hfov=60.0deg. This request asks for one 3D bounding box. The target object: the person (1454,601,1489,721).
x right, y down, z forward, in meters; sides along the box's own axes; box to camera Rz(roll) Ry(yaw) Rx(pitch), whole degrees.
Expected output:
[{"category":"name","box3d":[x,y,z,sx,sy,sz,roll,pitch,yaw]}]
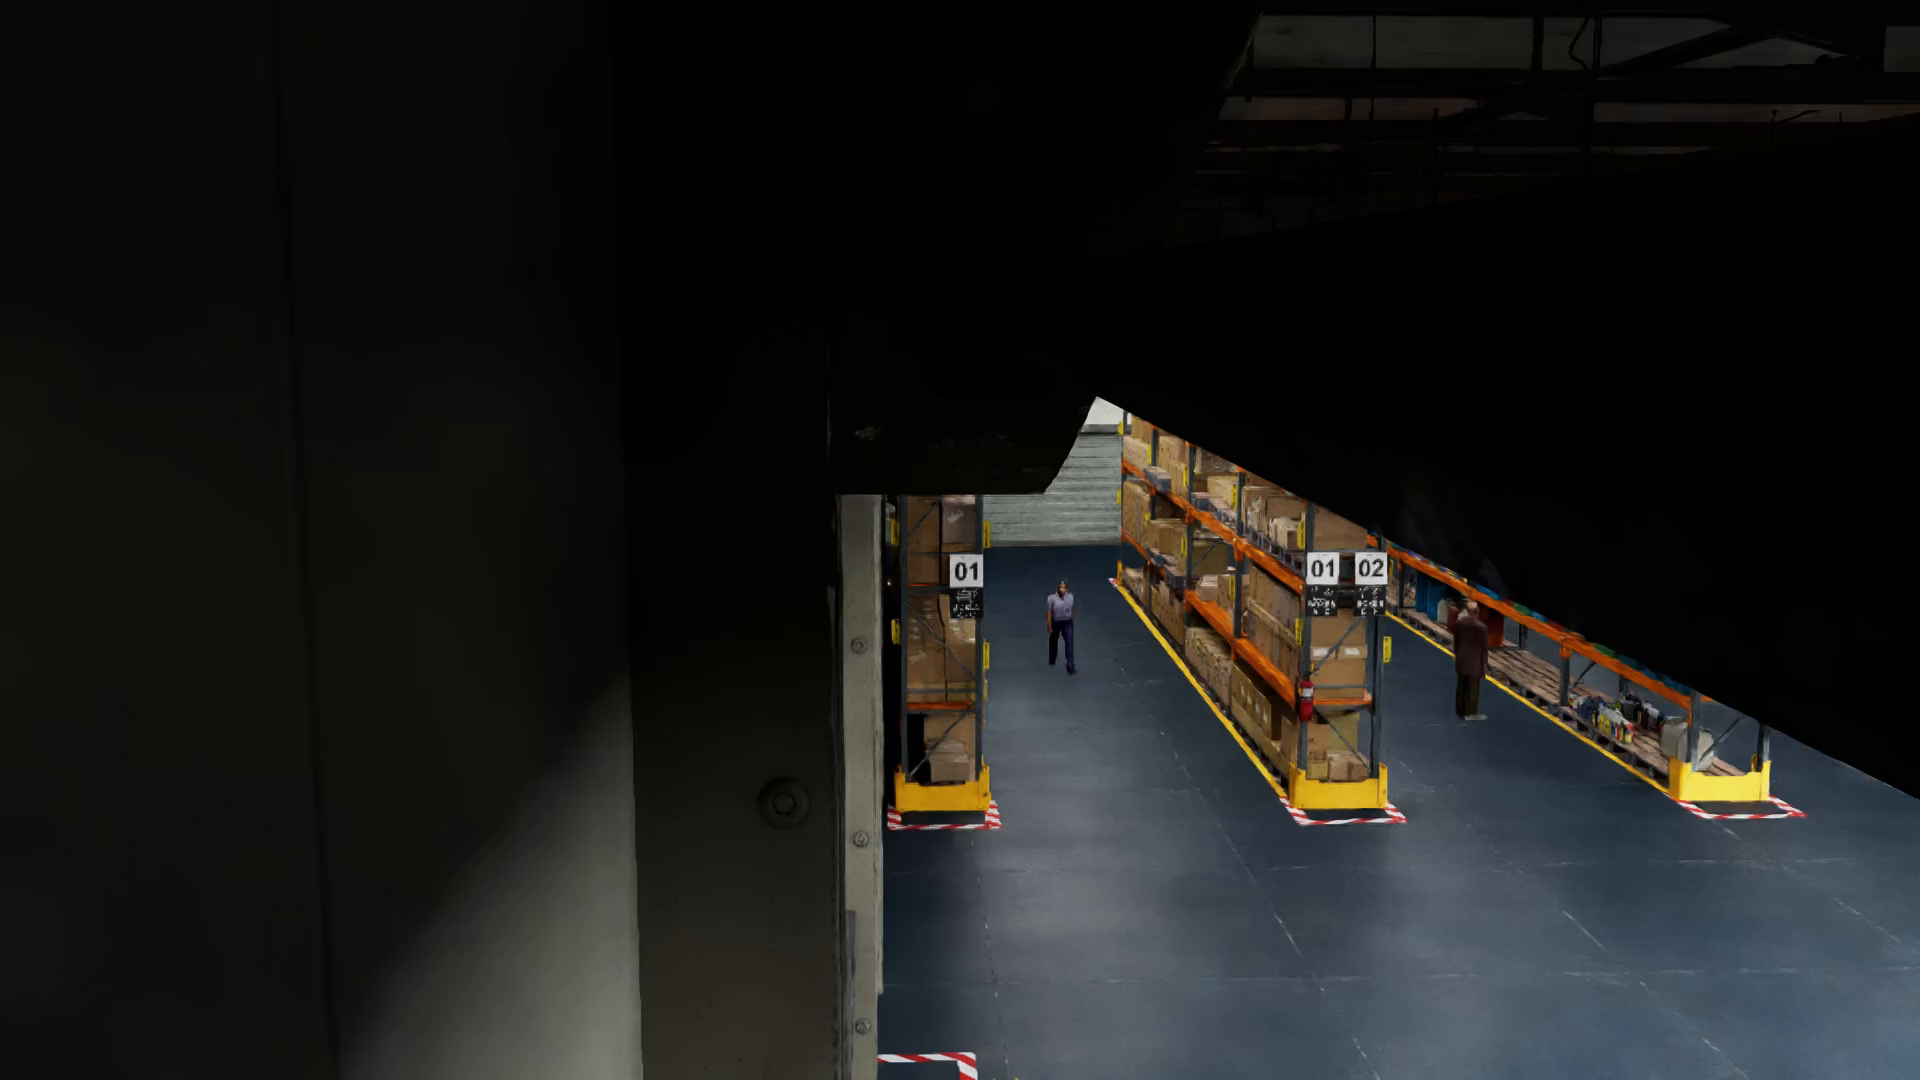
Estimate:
[{"category":"person","box3d":[7.666,1.779,24.869,0.514,1.785,0.638,-5,10,-32]}]

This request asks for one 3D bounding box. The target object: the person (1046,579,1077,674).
[{"category":"person","box3d":[1.688,1.424,27.993,0.482,1.565,1.090,-1,8,-4]}]

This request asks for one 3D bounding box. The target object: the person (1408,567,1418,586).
[{"category":"person","box3d":[9.911,0.319,35.344,0.630,1.608,0.811,-3,9,-19]}]
